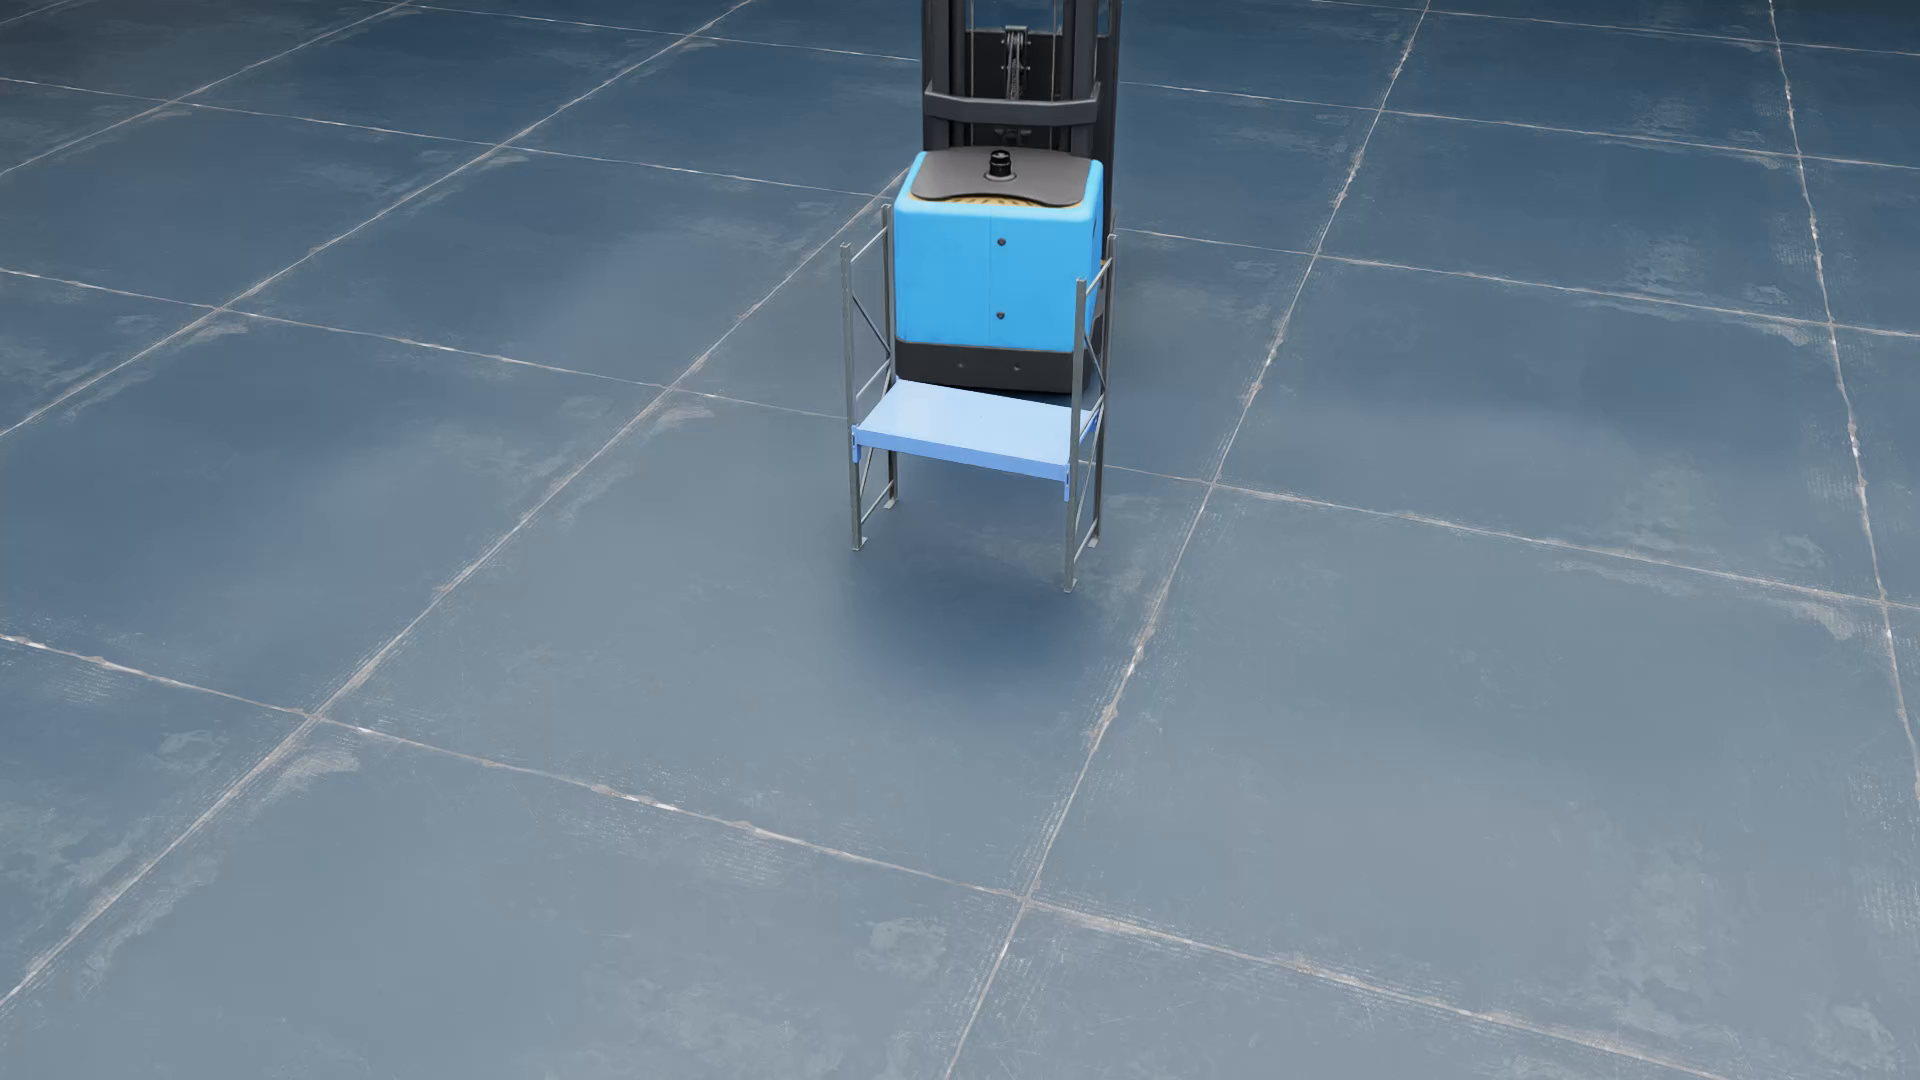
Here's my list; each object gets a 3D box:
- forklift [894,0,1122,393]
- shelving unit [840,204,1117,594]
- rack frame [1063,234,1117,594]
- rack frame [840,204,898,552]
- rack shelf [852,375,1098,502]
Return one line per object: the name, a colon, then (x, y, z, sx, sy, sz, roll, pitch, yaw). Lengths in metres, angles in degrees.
forklift: (0.366, -2.795, 9.376, 1.130, 2.935, 3.031, 4, 33, 7)
shelving unit: (0.080, -0.614, 7.319, 1.048, 1.500, 0.538, 11, 34, 16)
rack frame: (0.559, -0.521, 7.175, 0.032, 1.500, 0.500, 11, 34, 16)
rack frame: (-0.398, -0.708, 7.463, 0.032, 1.500, 0.500, 11, 34, 16)
rack shelf: (0.080, -0.463, 7.417, 1.000, 0.185, 0.538, 11, 34, 16)
